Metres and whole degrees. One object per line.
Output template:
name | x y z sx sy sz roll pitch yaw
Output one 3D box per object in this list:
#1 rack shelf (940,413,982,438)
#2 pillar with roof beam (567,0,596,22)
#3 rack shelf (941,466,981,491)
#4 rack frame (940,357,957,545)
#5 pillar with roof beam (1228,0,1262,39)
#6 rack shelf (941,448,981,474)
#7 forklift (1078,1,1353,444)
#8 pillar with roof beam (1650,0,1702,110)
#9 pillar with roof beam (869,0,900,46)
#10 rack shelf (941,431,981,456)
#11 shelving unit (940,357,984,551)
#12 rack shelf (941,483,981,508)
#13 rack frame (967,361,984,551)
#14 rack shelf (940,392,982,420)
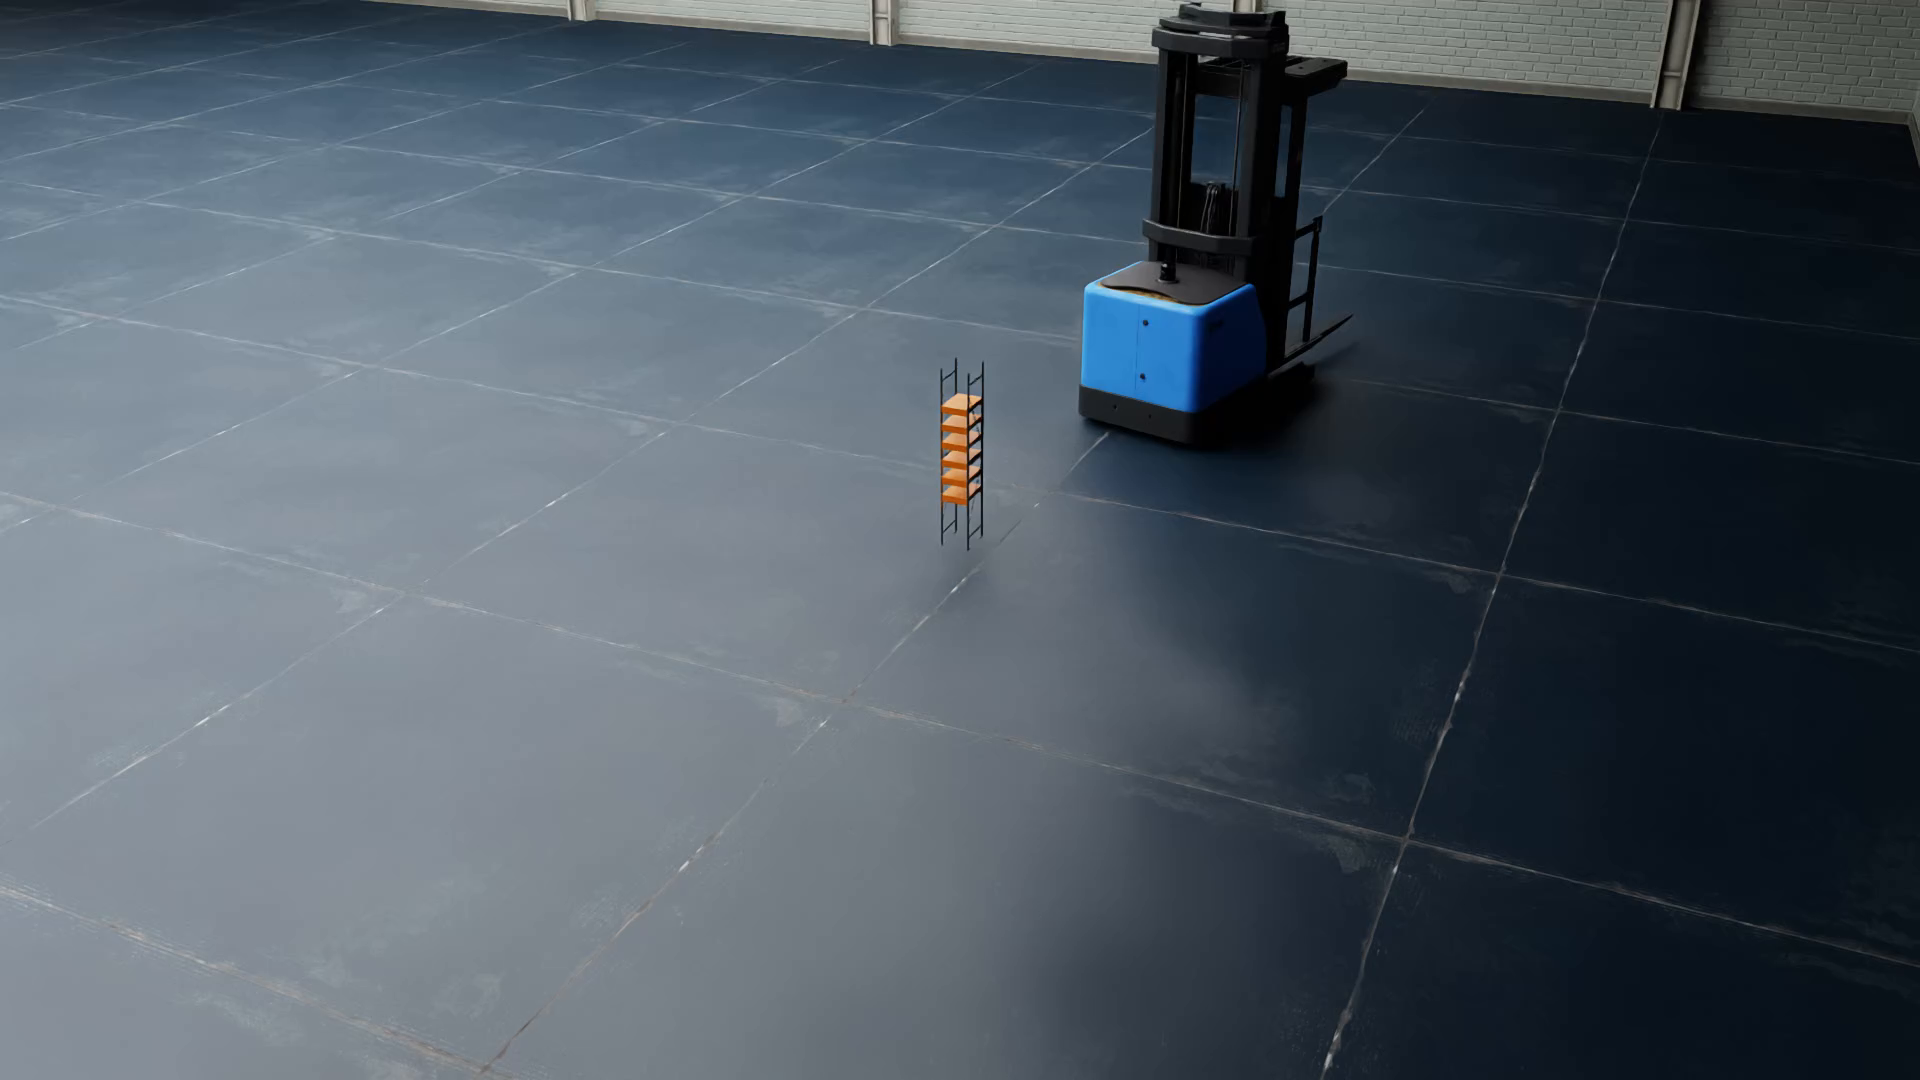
rack shelf | 0.013 -0.711 10.393 0.180 0.103 0.258 11 28 22
pillar with roof beam | -8.476 -11.544 24.010 0.400 9.000 9.100 11 28 22
rack shelf | 0.013 -0.388 10.552 0.180 0.103 0.258 11 28 22
rack frame | -0.070 -0.552 10.514 0.006 1.200 0.240 11 28 22
pillar with roof beam | 2.447 -9.350 19.553 0.400 9.000 9.100 11 28 22
rack shelf | 0.013 -0.496 10.499 0.180 0.103 0.258 11 28 22
forklift | 2.175 -2.599 12.710 1.130 2.935 3.031 18 32 33
pillar with roof beam | 7.909 -8.253 17.325 0.400 9.000 9.100 11 28 22
pillar with roof beam | -3.015 -10.447 21.781 0.400 9.000 9.100 11 28 22
rack shelf | 0.013 -0.603 10.446 0.180 0.103 0.258 11 28 22
shelving unit | 0.013 -0.536 10.480 0.189 1.200 0.258 11 28 22
rack shelf | 0.013 -0.280 10.605 0.180 0.103 0.258 11 28 22
rack frame | 0.096 -0.519 10.446 0.006 1.200 0.240 11 28 22
rack shelf | 0.013 -0.819 10.340 0.180 0.103 0.258 11 28 22
